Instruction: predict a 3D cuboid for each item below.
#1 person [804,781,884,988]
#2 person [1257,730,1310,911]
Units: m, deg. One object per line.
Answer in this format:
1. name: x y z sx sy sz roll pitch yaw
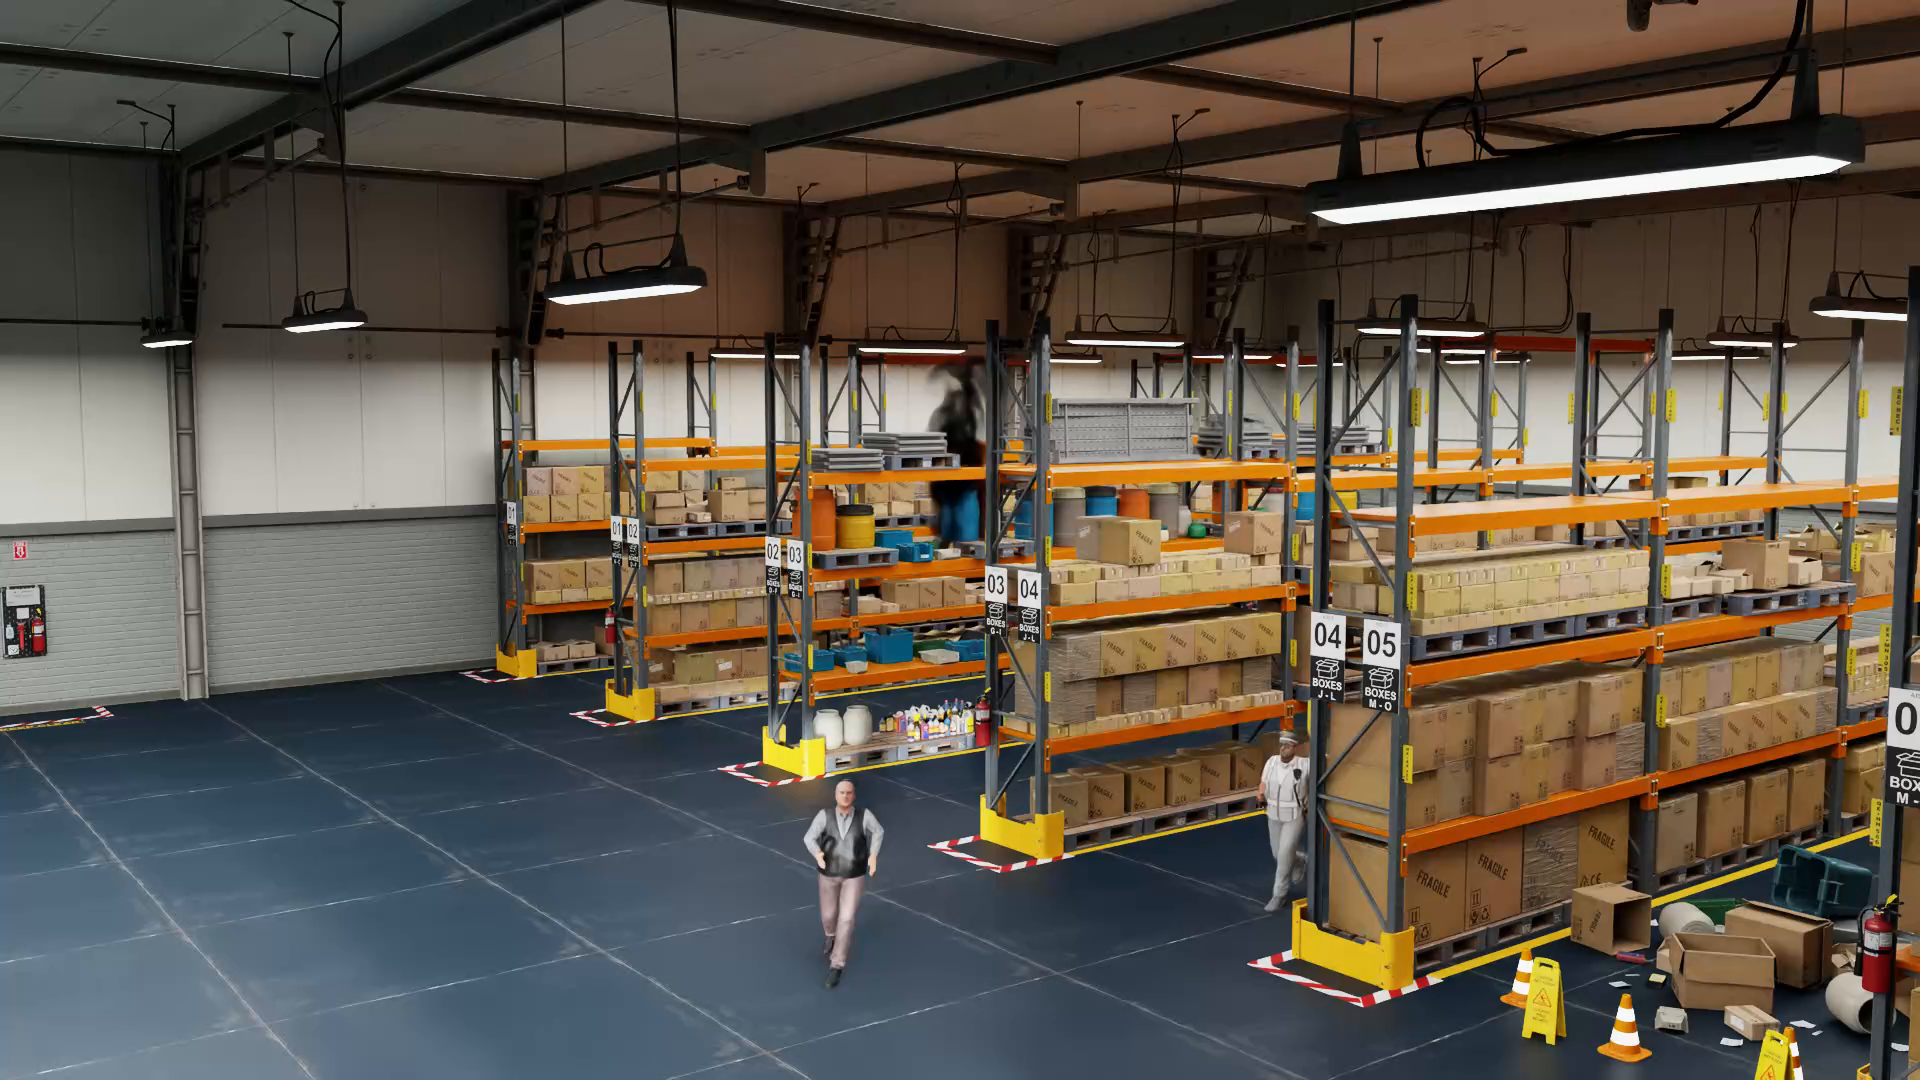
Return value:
1. person: -1.044 3.038 14.822 0.698 1.644 0.976 0 5 3
2. person: 3.363 2.822 16.932 0.677 1.809 0.909 4 7 39
